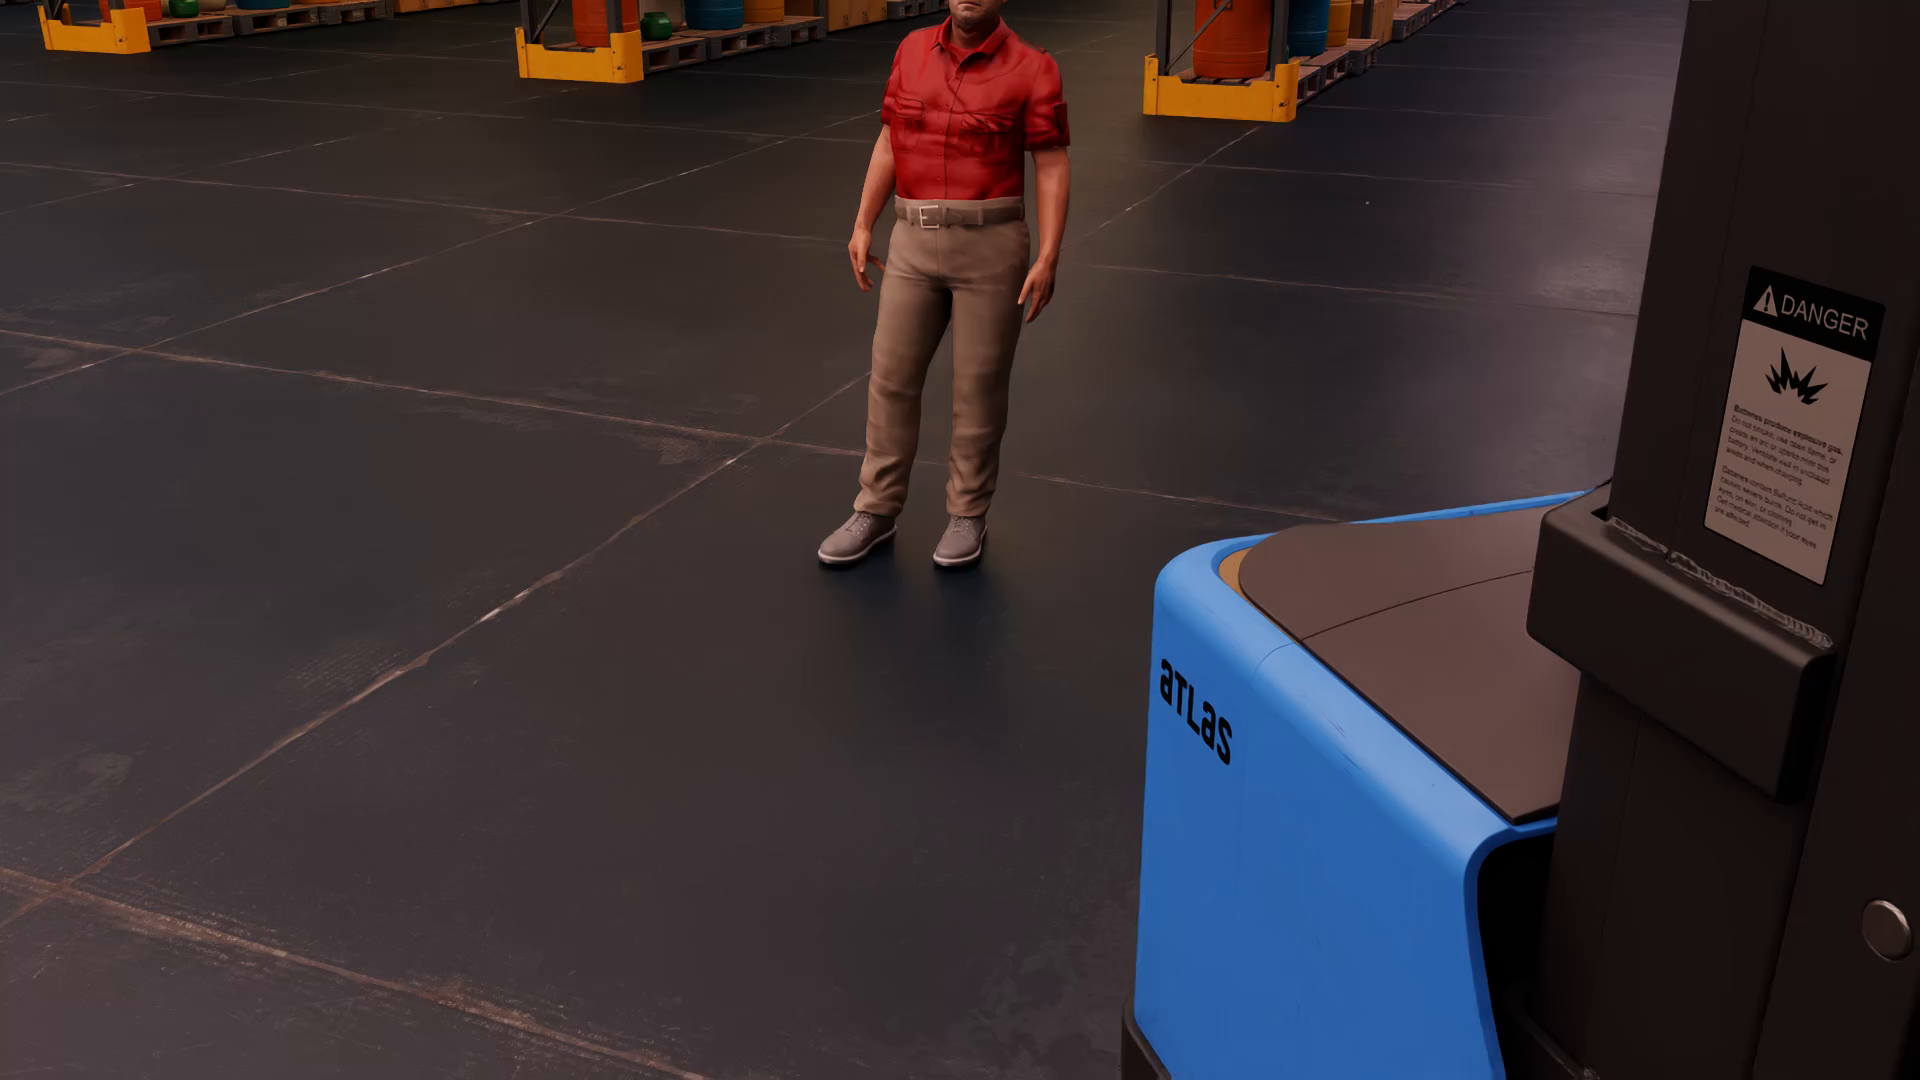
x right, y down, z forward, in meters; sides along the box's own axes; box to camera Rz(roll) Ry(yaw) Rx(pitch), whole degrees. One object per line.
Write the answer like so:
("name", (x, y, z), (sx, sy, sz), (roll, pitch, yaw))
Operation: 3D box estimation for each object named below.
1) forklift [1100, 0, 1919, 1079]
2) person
("forklift", (1.176, 0.098, 1.057), (1.130, 2.935, 3.031), (-7, 24, -17))
("person", (-0.045, -0.775, 4.684), (0.641, 1.728, 0.550), (9, 24, 21))
